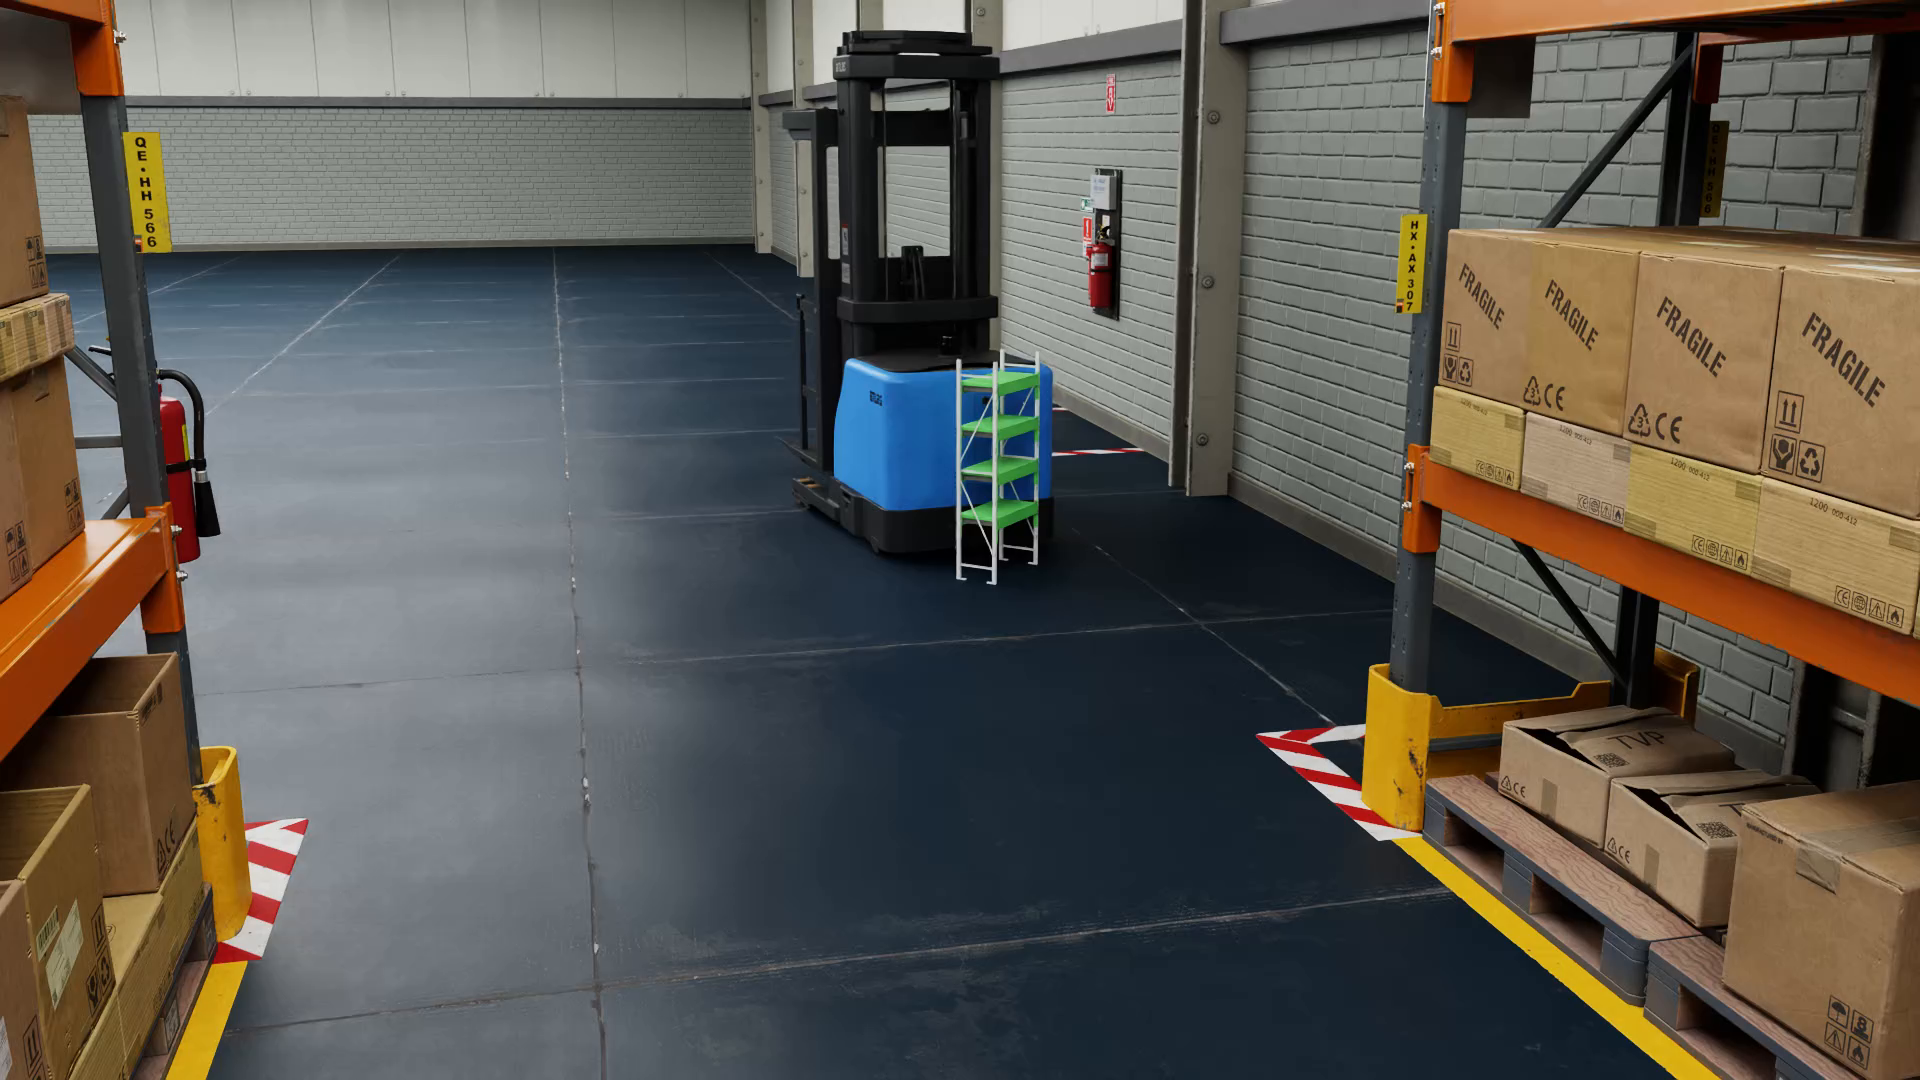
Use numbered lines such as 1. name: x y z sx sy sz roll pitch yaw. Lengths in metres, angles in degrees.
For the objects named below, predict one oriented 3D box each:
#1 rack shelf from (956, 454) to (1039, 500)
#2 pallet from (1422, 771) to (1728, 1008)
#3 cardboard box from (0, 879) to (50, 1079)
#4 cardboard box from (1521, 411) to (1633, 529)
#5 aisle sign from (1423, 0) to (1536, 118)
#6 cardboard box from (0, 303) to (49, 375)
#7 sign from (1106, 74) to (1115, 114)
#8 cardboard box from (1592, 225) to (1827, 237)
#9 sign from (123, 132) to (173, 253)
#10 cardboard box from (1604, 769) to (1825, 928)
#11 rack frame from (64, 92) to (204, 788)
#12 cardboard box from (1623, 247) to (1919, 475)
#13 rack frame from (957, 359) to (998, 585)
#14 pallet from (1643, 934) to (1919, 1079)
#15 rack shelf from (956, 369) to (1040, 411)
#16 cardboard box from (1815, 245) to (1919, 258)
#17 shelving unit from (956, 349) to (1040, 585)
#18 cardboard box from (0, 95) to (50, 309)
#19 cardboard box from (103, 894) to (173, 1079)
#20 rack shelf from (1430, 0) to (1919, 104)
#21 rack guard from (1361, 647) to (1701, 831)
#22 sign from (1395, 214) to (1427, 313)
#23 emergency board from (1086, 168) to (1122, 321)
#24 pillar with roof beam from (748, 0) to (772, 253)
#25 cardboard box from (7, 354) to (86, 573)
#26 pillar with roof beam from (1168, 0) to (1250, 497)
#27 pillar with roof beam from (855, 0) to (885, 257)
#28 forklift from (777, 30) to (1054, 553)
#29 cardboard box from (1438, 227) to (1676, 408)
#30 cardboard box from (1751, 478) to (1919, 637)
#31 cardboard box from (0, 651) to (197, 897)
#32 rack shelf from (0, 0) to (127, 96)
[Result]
1. rack shelf: 0.210 -0.346 9.086 0.258 0.148 0.480 8 16 29
2. pallet: 2.212 1.031 5.264 1.003 0.211 1.213 -3 14 -13
3. cardboard box: -1.996 0.966 2.982 0.500 0.500 0.500 -3 14 -13
4. cardboard box: 1.980 -0.218 4.775 0.500 0.250 0.500 -4 14 -15
5. aisle sign: 1.729 -1.794 5.471 0.394 0.787 0.004 -3 14 -13
6. cardboard box: -2.439 -0.480 3.993 0.380 0.149 0.250 -3 14 -12
7. sign: 1.186 -3.507 13.079 0.001 0.298 0.199 -3 14 -13
8. cardboard box: 2.355 -0.735 5.309 0.500 0.500 0.500 -3 14 -14
9. sign: -2.246 -0.958 4.591 0.100 0.325 0.005 -3 14 -13
10. cardboard box: 2.247 0.858 4.834 0.500 0.311 0.500 -2 14 -9
11. rack frame: -2.777 -0.254 4.646 1.000 3.000 0.127 -3 14 -13
12. cardboard box: 2.079 -0.471 4.228 0.500 0.500 0.500 -4 14 -15
13. rack frame: 0.090 -0.358 8.864 0.240 1.200 0.015 8 16 29
14. pallet: 2.495 1.312 4.114 1.003 0.211 1.213 -3 14 -13
15. rack shelf: 0.210 -0.813 8.972 0.258 0.148 0.480 8 16 29
16. cardboard box: 2.589 -0.499 4.345 0.500 0.500 0.500 -4 14 -15
17. shelving unit: 0.210 -0.408 9.070 0.258 1.200 0.503 8 16 29
18. cardboard box: -2.667 -0.812 3.986 0.700 0.500 0.500 -3 14 -13
19. cardboard box: -2.234 1.100 4.014 0.500 0.250 0.500 -3 14 -13
20. rack shelf: 2.507 -1.177 3.620 1.077 0.370 4.000 -3 14 -13
21. rack guard: 2.056 0.701 6.004 1.175 0.500 0.348 -3 14 -13
22. sign: 1.510 -0.921 5.553 0.100 0.325 0.005 -3 14 -13
23. emergency board: 1.091 -2.374 13.324 0.194 1.169 0.643 -3 14 -13
24. pillar with roof beam: -8.187 -10.013 31.950 9.100 9.000 0.400 -3 14 -13
25. cardboard box: -2.679 -0.194 4.190 0.700 0.500 0.500 -3 14 -13
26. pillar with roof beam: -2.551 -4.476 9.287 9.100 9.000 0.400 -3 14 -13
27. pillar with roof beam: -5.369 -7.244 20.618 9.100 9.000 0.400 -3 14 -13
28. forklift: -0.460 -1.653 10.519 1.130 2.935 3.031 -5 15 -21
29. cardboard box: 1.858 -0.705 5.187 0.500 0.500 0.500 -3 14 -13
30. cardboard box: 2.210 0.016 3.814 0.500 0.250 0.500 -3 14 -13
31. cardboard box: -2.361 0.621 4.395 0.500 0.500 0.500 -3 14 -13
32. rack shelf: -2.307 -0.900 2.487 1.077 0.370 4.000 -3 14 -13
